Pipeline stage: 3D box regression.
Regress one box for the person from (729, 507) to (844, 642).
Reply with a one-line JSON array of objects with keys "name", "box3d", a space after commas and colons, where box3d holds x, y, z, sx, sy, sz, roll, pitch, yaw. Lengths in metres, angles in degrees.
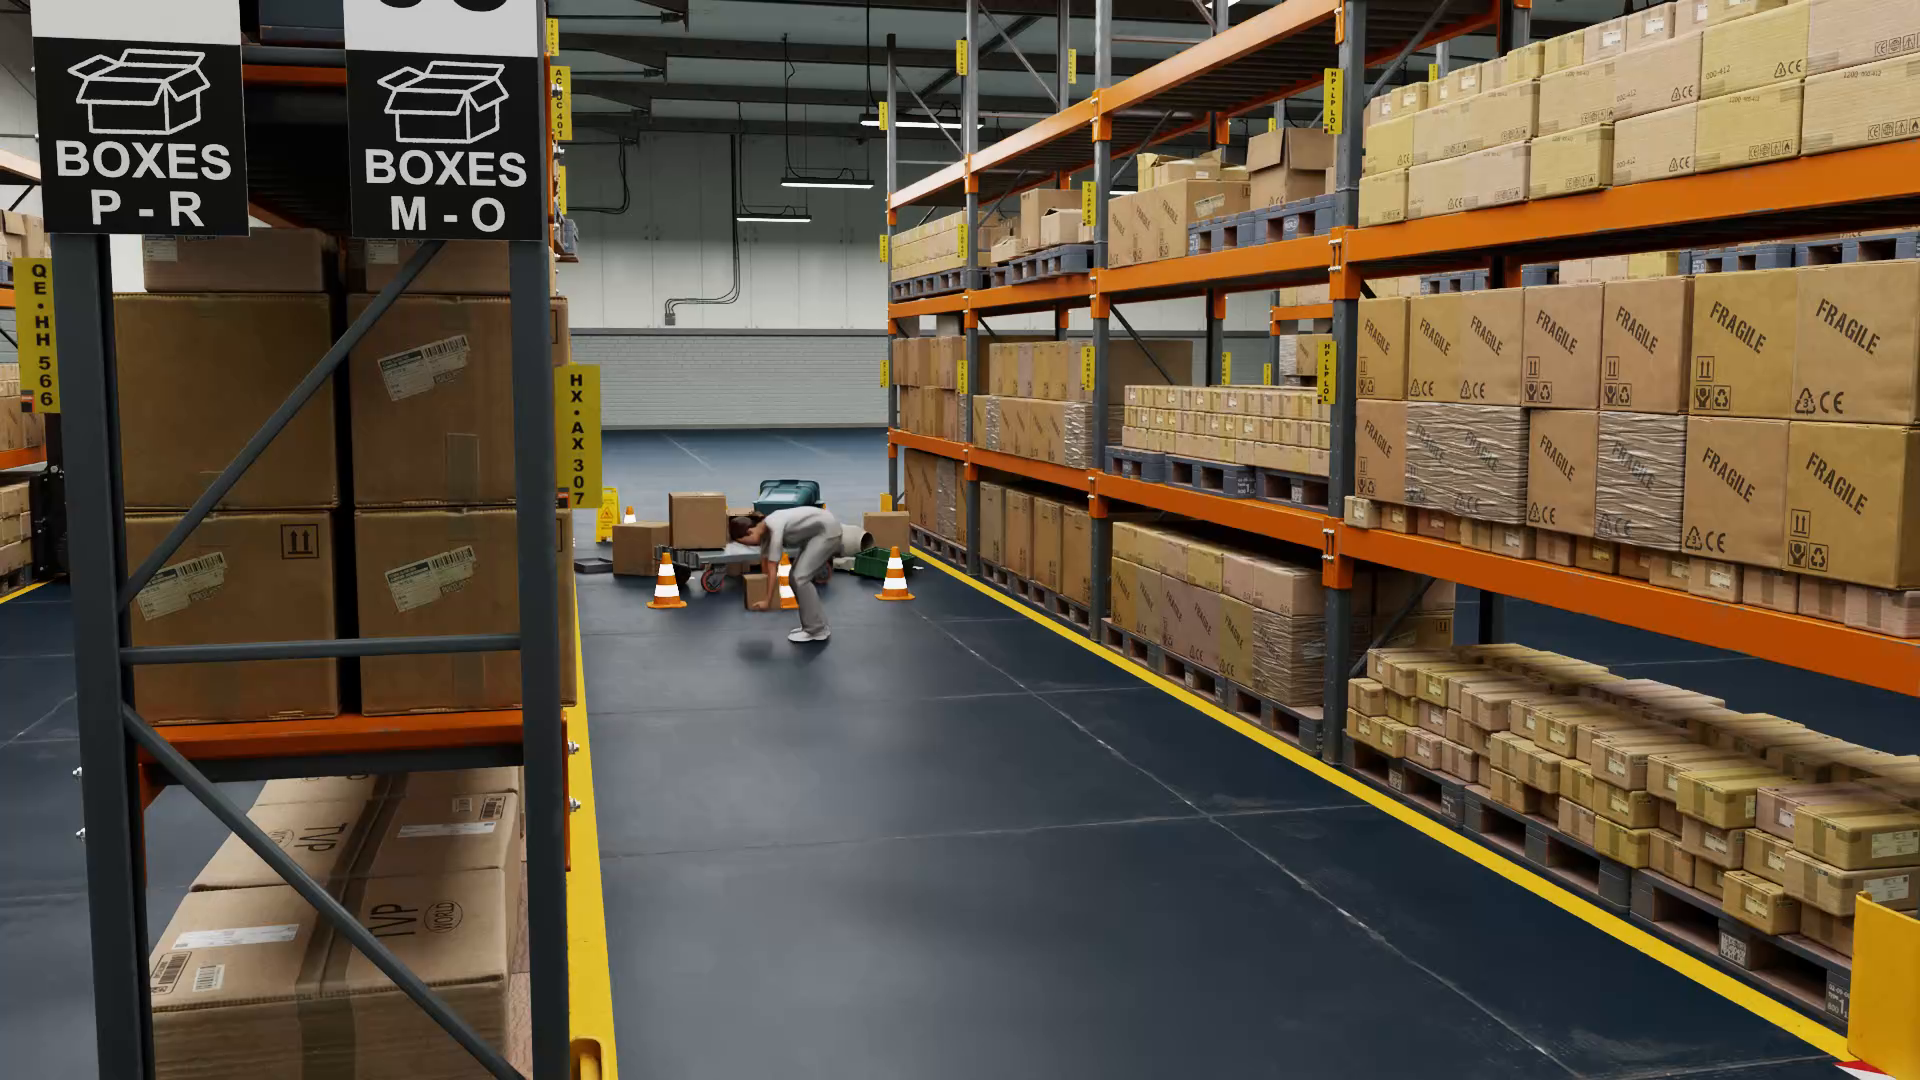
[{"name": "person", "box3d": [-1.331, 0.262, 12.749, 0.872, 1.025, 0.427, -2, 6, -16]}]
